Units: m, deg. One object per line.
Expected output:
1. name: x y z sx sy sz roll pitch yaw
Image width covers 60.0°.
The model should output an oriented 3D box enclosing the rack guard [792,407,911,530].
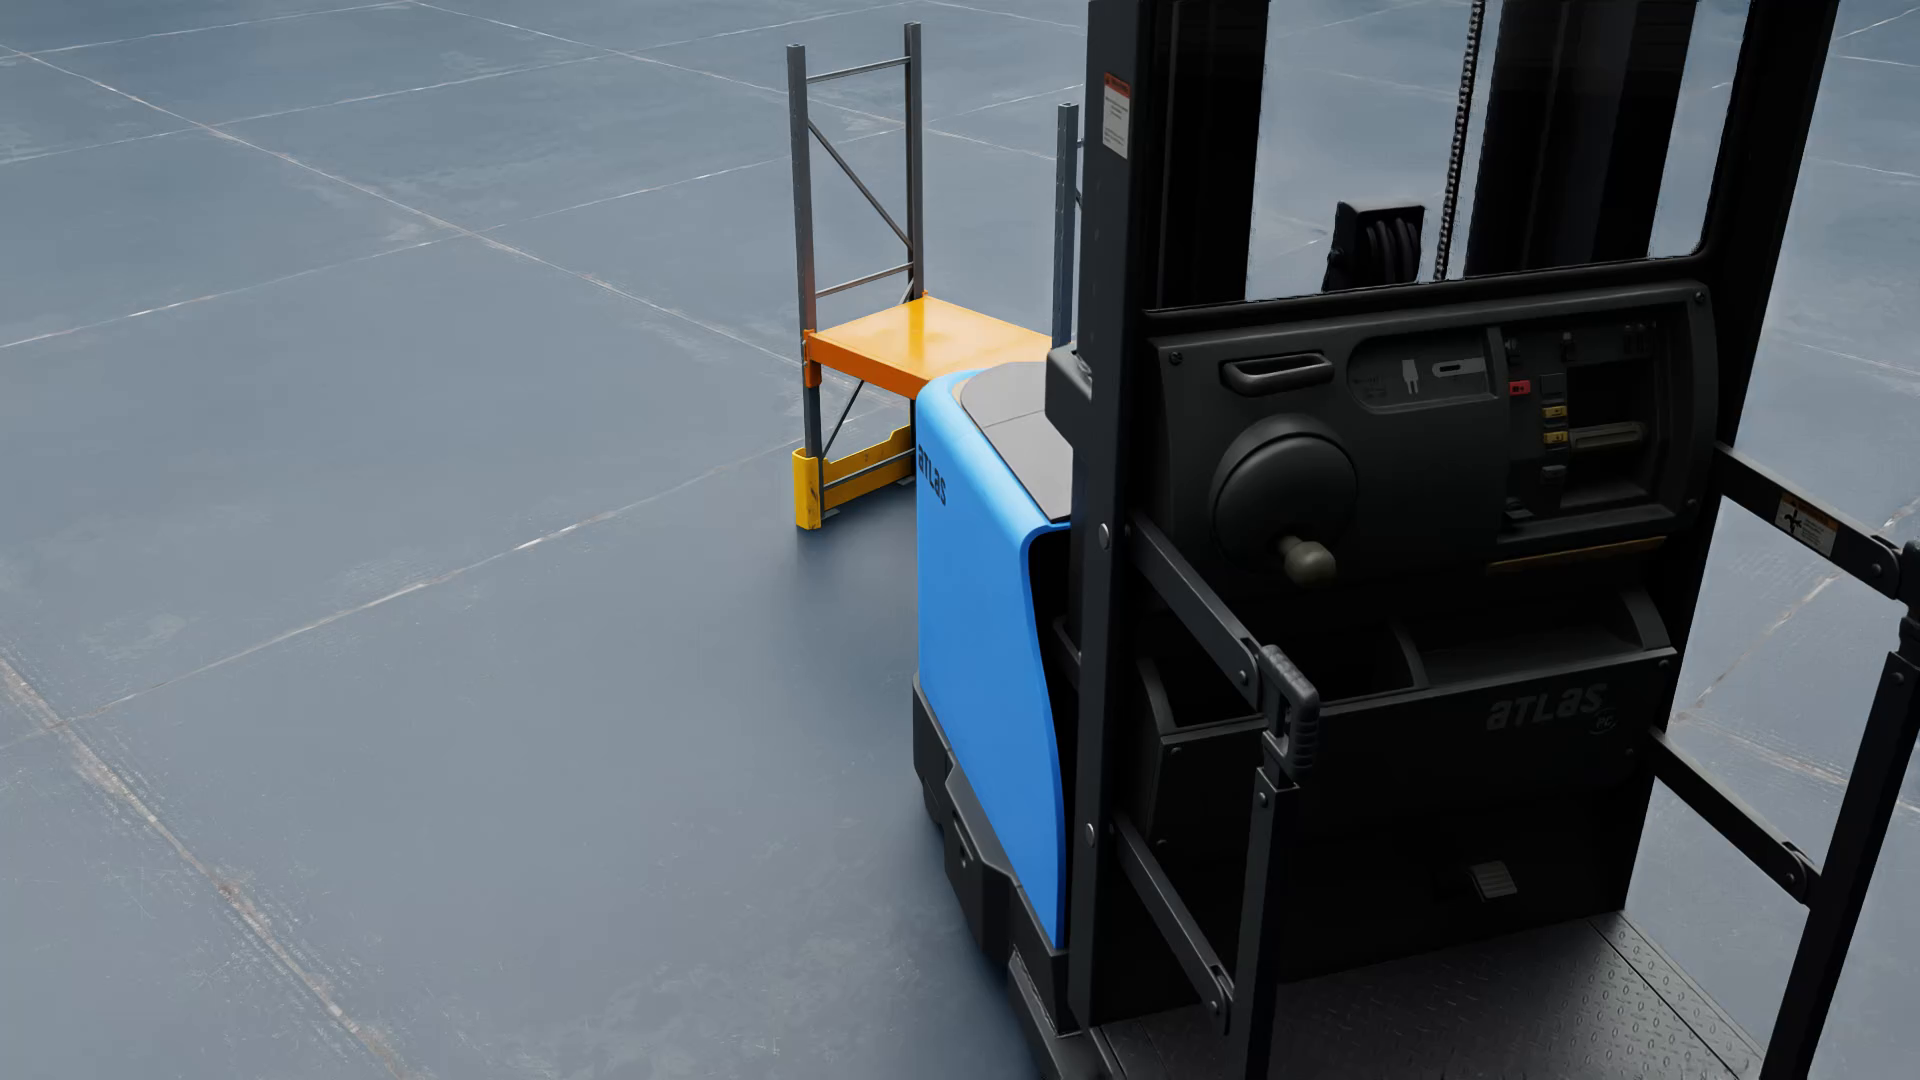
1. rack guard: -0.301 -0.248 5.454 0.087 0.250 0.587 25 36 38

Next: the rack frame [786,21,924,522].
1. rack frame: -0.302 -0.802 5.163 0.032 1.500 0.500 25 36 38

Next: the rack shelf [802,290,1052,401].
1. rack shelf: 0.061 -0.477 4.932 1.000 0.185 0.538 25 36 38

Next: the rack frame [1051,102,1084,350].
1. rack frame: 0.423 -0.470 4.533 0.032 1.500 0.500 25 36 38

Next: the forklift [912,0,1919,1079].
1. forklift: 0.798 -0.119 2.326 1.130 2.935 3.031 -8 29 -15

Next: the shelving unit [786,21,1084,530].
1. shelving unit: 0.054 -0.639 4.854 1.083 1.500 0.587 25 36 38
